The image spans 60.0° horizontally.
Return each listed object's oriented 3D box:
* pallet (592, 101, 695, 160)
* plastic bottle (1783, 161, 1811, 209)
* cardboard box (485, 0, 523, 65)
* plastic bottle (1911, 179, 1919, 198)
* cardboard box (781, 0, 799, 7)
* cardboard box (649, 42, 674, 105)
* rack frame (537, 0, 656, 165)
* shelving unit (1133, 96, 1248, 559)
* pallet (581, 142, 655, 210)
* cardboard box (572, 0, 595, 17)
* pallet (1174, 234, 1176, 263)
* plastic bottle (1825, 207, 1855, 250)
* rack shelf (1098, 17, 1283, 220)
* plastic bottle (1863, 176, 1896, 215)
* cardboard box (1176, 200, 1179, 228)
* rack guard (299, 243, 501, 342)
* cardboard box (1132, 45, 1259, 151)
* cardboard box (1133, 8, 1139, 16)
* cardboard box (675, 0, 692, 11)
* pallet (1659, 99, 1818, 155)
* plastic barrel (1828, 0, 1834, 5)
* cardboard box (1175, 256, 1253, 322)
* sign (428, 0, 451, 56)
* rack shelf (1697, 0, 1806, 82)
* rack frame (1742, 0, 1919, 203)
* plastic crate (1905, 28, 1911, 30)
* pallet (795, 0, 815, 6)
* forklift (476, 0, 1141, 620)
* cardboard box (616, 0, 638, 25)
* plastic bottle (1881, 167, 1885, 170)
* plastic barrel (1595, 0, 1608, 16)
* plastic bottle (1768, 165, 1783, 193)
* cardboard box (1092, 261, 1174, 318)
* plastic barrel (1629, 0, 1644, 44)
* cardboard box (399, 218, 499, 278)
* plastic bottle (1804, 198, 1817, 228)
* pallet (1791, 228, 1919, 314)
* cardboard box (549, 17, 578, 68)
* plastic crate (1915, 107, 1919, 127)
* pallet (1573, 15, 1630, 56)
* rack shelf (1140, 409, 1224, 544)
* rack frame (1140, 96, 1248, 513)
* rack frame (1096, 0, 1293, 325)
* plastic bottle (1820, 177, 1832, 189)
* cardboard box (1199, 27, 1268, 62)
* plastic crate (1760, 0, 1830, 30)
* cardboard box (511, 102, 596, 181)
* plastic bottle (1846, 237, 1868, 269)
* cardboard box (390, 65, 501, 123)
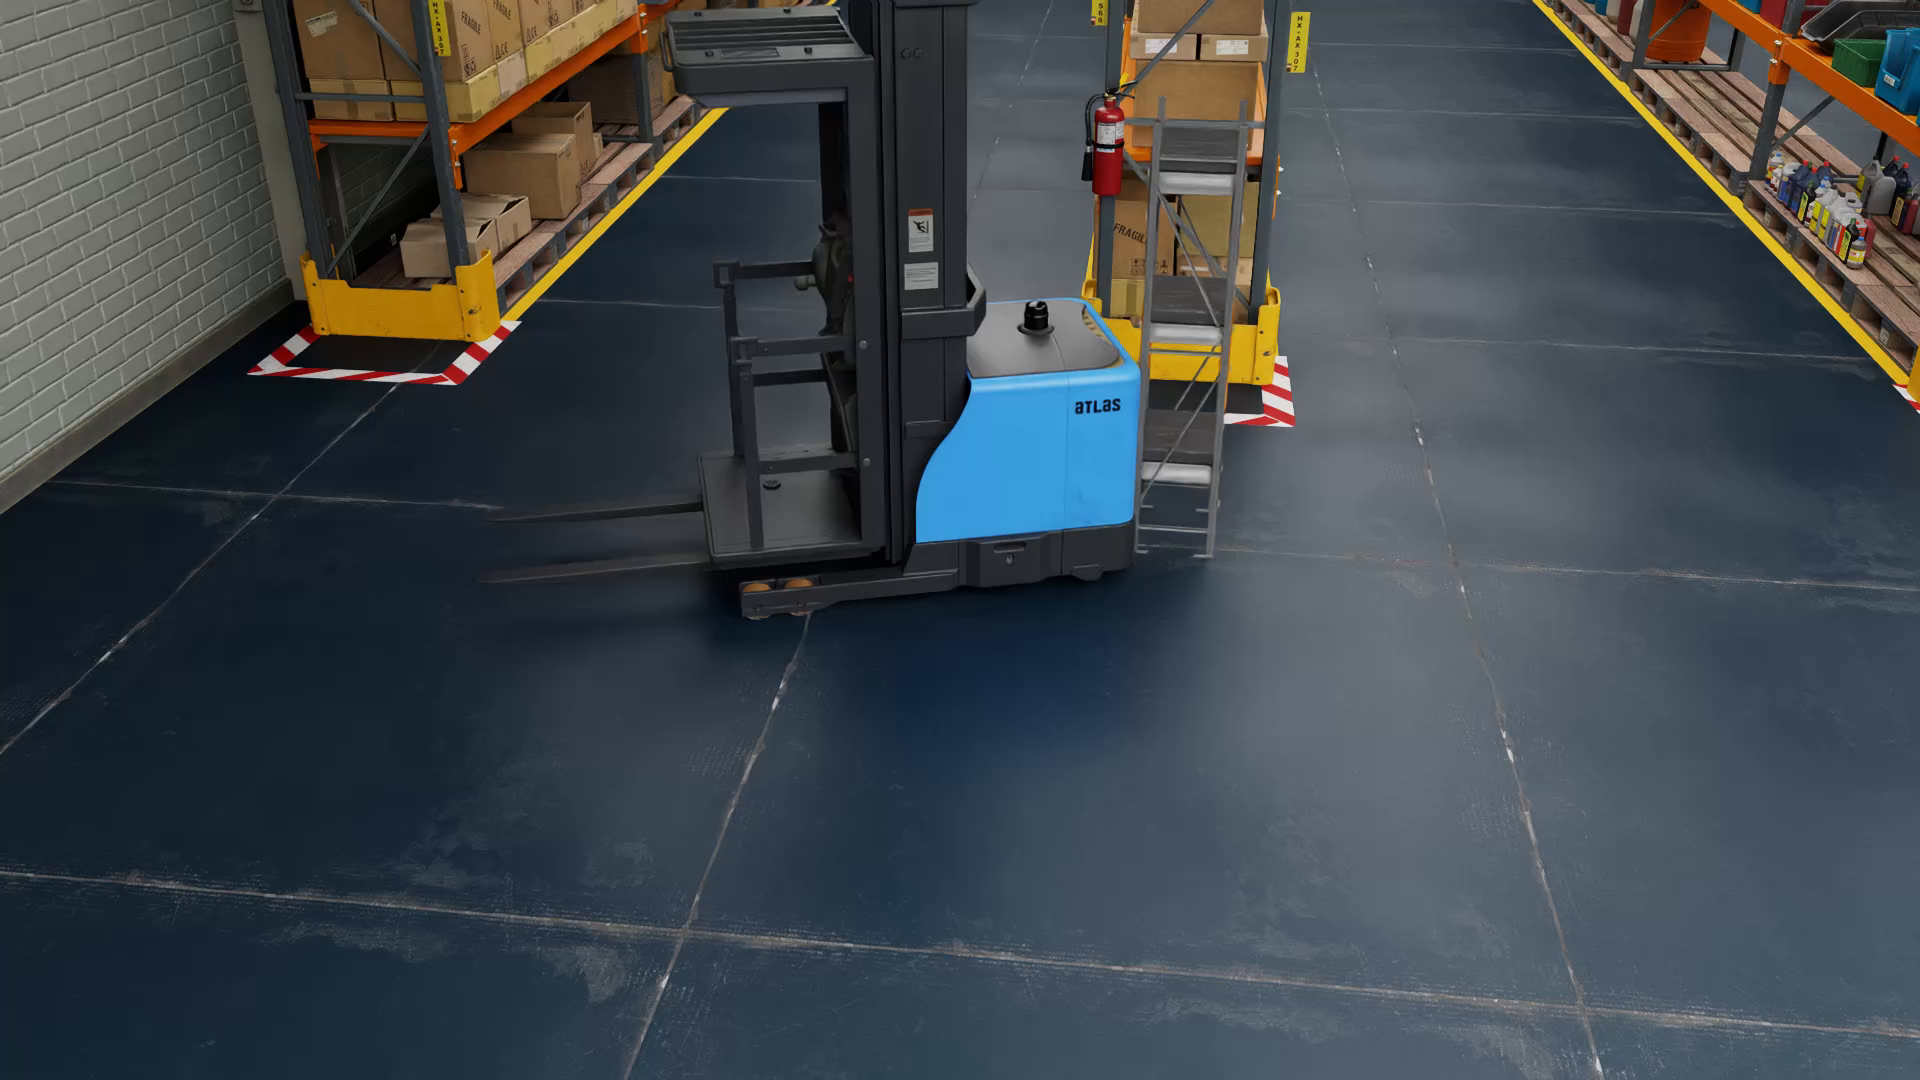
[{"bbox_3d":[-3.012,-3.680,14.857,1.003,0.211,1.213,3,28,6],"label":"pallet"},{"bbox_3d":[6.216,-2.637,12.310,0.144,0.351,0.185,4,29,8],"label":"plastic bottle"},{"bbox_3d":[-3.168,-3.370,10.689,0.500,0.500,0.500,3,29,6],"label":"cardboard box"},{"bbox_3d":[6.871,-2.430,11.927,0.144,0.351,0.185,3,28,6],"label":"plastic bottle"},{"bbox_3d":[-2.281,-6.413,18.814,0.750,0.750,0.750,3,28,6],"label":"cardboard box"},{"bbox_3d":[-3.018,-4.227,15.106,0.700,0.500,0.500,3,28,5],"label":"cardboard box"},{"bbox_3d":[-3.106,-4.541,13.516,1.000,3.000,0.127,3,28,6],"label":"rack frame"},{"bbox_3d":[1.066,-0.966,7.829,0.431,2.100,0.503,4,29,7],"label":"shelving unit"},{"bbox_3d":[-3.153,-2.995,13.586,1.003,0.211,1.213,3,28,6],"label":"pallet"},{"bbox_3d":[-2.984,-4.101,12.047,0.500,0.500,0.500,3,28,5],"label":"cardboard box"},{"bbox_3d":[1.525,-2.079,11.887,1.003,0.211,1.213,3,28,6],"label":"pallet"},{"bbox_3d":[6.102,-2.149,11.484,0.152,0.276,0.135,3,28,5],"label":"plastic bottle"},{"bbox_3d":[1.566,-2.996,11.408,1.077,0.370,4.000,3,28,6],"label":"rack shelf"},{"bbox_3d":[6.760,-2.546,12.221,0.152,0.276,0.135,3,28,6],"label":"plastic bottle"},{"bbox_3d":[1.716,-2.387,11.184,0.500,0.500,0.500,3,28,6],"label":"cardboard box"},{"bbox_3d":[-3.586,-1.593,10.680,1.175,0.500,0.348,3,28,6],"label":"rack guard"},{"bbox_3d":[1.391,-2.635,9.872,0.700,0.500,0.500,3,28,6],"label":"cardboard box"},{"bbox_3d":[1.241,-3.136,10.119,0.380,0.149,0.250,3,28,5],"label":"cardboard box"},{"bbox_3d":[-2.842,-4.998,15.745,0.500,0.250,0.500,3,28,6],"label":"cardboard box"},{"bbox_3d":[6.932,-3.685,14.868,1.003,0.211,1.213,3,28,6],"label":"pallet"},{"bbox_3d":[7.062,-4.462,13.227,0.433,0.535,0.433,0,28,0],"label":"plastic barrel"},{"bbox_3d":[1.608,-1.586,10.487,0.500,0.250,0.500,3,28,6],"label":"cardboard box"},{"bbox_3d":[-3.057,-3.007,9.757,0.100,0.325,0.005,3,28,6],"label":"sign"},{"bbox_3d":[6.972,-4.590,14.365,1.077,0.370,4.000,3,28,6],"label":"rack shelf"},{"bbox_3d":[6.727,-3.965,12.447,1.000,3.000,0.127,3,28,6],"label":"rack frame"},{"bbox_3d":[6.861,-3.363,11.486,0.499,0.251,0.616,3,28,6],"label":"plastic crate"},{"bbox_3d":[-2.292,-6.135,19.416,1.003,0.211,1.213,3,28,6],"label":"pallet"},{"bbox_3d":[-0.742,-1.199,7.385,3.031,2.935,1.130,-5,29,-10],"label":"forklift"},{"bbox_3d":[-2.863,-4.243,13.100,0.500,0.250,0.500,3,29,6],"label":"cardboard box"},{"bbox_3d":[6.992,-2.738,12.656,0.097,0.201,0.097,0,28,0],"label":"plastic bottle"},{"bbox_3d":[7.537,-6.403,18.743,0.600,0.901,0.708,3,28,6],"label":"plastic barrel"},{"bbox_3d":[6.240,-2.754,12.686,0.097,0.201,0.097,0,28,0],"label":"plastic bottle"},{"bbox_3d":[1.094,-1.616,10.543,0.500,0.250,0.500,3,28,6],"label":"cardboard box"},{"bbox_3d":[7.240,-5.440,17.365,0.421,0.512,0.421,0,28,0],"label":"plastic barrel"},{"bbox_3d":[-3.422,-1.988,11.149,0.500,0.311,0.500,0,28,0],"label":"cardboard box"},{"bbox_3d":[6.135,-2.350,11.936,0.097,0.201,0.097,0,28,0],"label":"plastic bottle"},{"bbox_3d":[6.456,-1.848,11.457,1.003,0.211,1.213,3,28,6],"label":"pallet"},{"bbox_3d":[-3.039,-3.534,11.785,0.500,0.250,0.500,4,29,7],"label":"cardboard box"},{"bbox_3d":[6.086,-2.575,10.024,0.499,0.251,0.408,3,28,6],"label":"plastic crate"},{"bbox_3d":[7.424,-5.566,18.360,1.003,0.211,1.213,3,28,6],"label":"pallet"},{"bbox_3d":[1.066,-0.337,8.166,0.431,0.518,0.480,4,29,7],"label":"rack shelf"},{"bbox_3d":[1.102,-1.080,8.041,0.400,2.100,0.015,4,29,7],"label":"rack frame"},{"bbox_3d":[1.321,-2.372,9.490,1.000,3.000,0.127,3,28,6],"label":"rack frame"},{"bbox_3d":[6.318,-2.526,12.190,0.097,0.271,0.097,0,28,0],"label":"plastic bottle"},{"bbox_3d":[1.583,-2.873,9.632,0.380,0.149,0.250,3,28,6],"label":"cardboard box"},{"bbox_3d":[6.483,-4.239,12.888,0.402,0.464,0.583,3,28,6],"label":"plastic crate"},{"bbox_3d":[-3.193,-3.143,13.093,0.500,0.500,0.500,1,28,2],"label":"cardboard box"},{"bbox_3d":[6.027,-1.934,11.163,0.097,0.201,0.097,0,28,0],"label":"plastic bottle"},{"bbox_3d":[-3.221,-2.812,10.444,0.500,0.250,0.500,3,28,5],"label":"cardboard box"}]
